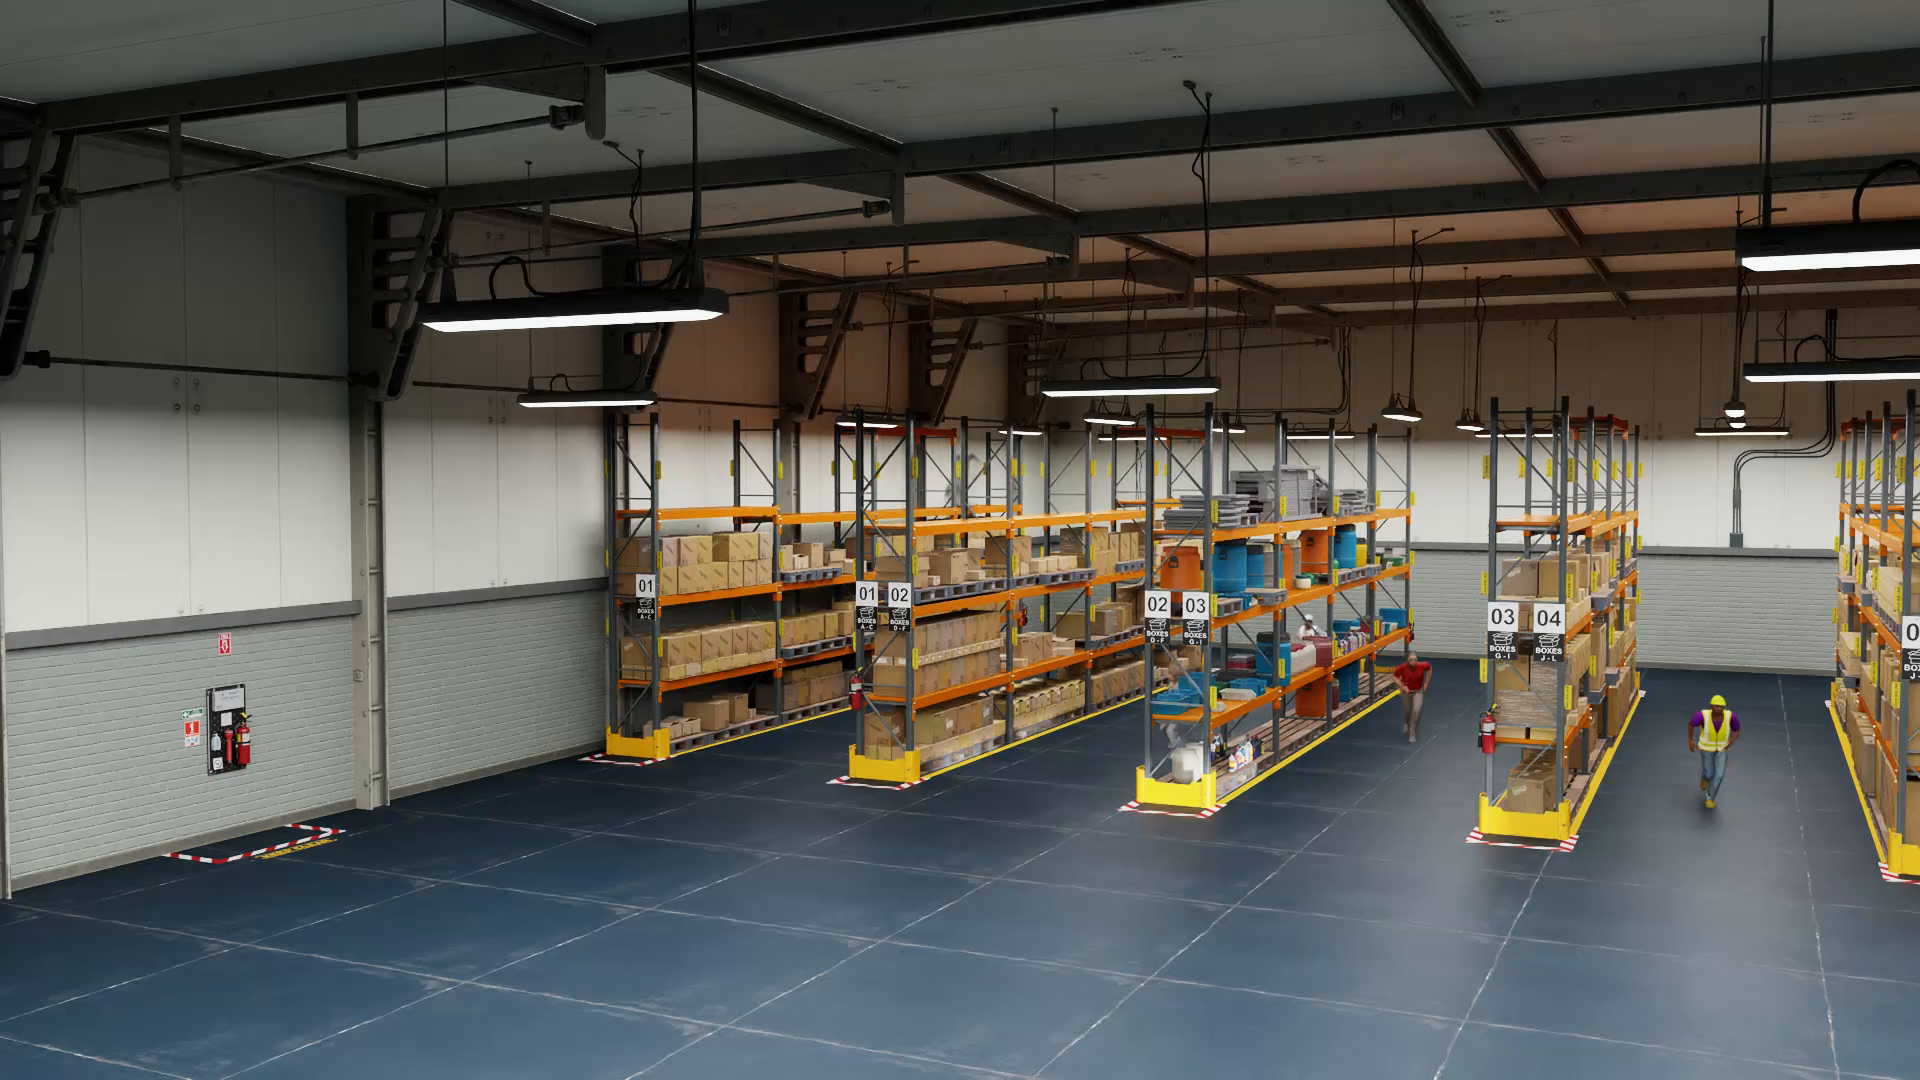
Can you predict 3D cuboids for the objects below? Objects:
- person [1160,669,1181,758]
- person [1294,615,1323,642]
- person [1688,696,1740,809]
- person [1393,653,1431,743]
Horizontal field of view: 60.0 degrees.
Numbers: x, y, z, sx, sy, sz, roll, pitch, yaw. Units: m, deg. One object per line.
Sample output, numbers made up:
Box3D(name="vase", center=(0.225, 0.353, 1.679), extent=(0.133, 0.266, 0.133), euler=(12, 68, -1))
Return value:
Box3D(name="person", center=(3.771, 3.028, 29.011), extent=(0.511, 1.566, 0.674), euler=(-2, 3, -33))
Box3D(name="person", center=(7.838, 2.564, 37.620), extent=(0.904, 1.777, 0.745), euler=(2, 3, 42))
Box3D(name="person", center=(11.227, 3.135, 24.770), extent=(0.695, 1.691, 0.809), euler=(0, 2, 10))
Box3D(name="person", center=(8.408, 2.903, 30.985), extent=(0.703, 1.694, 1.020), euler=(0, 2, 8))
